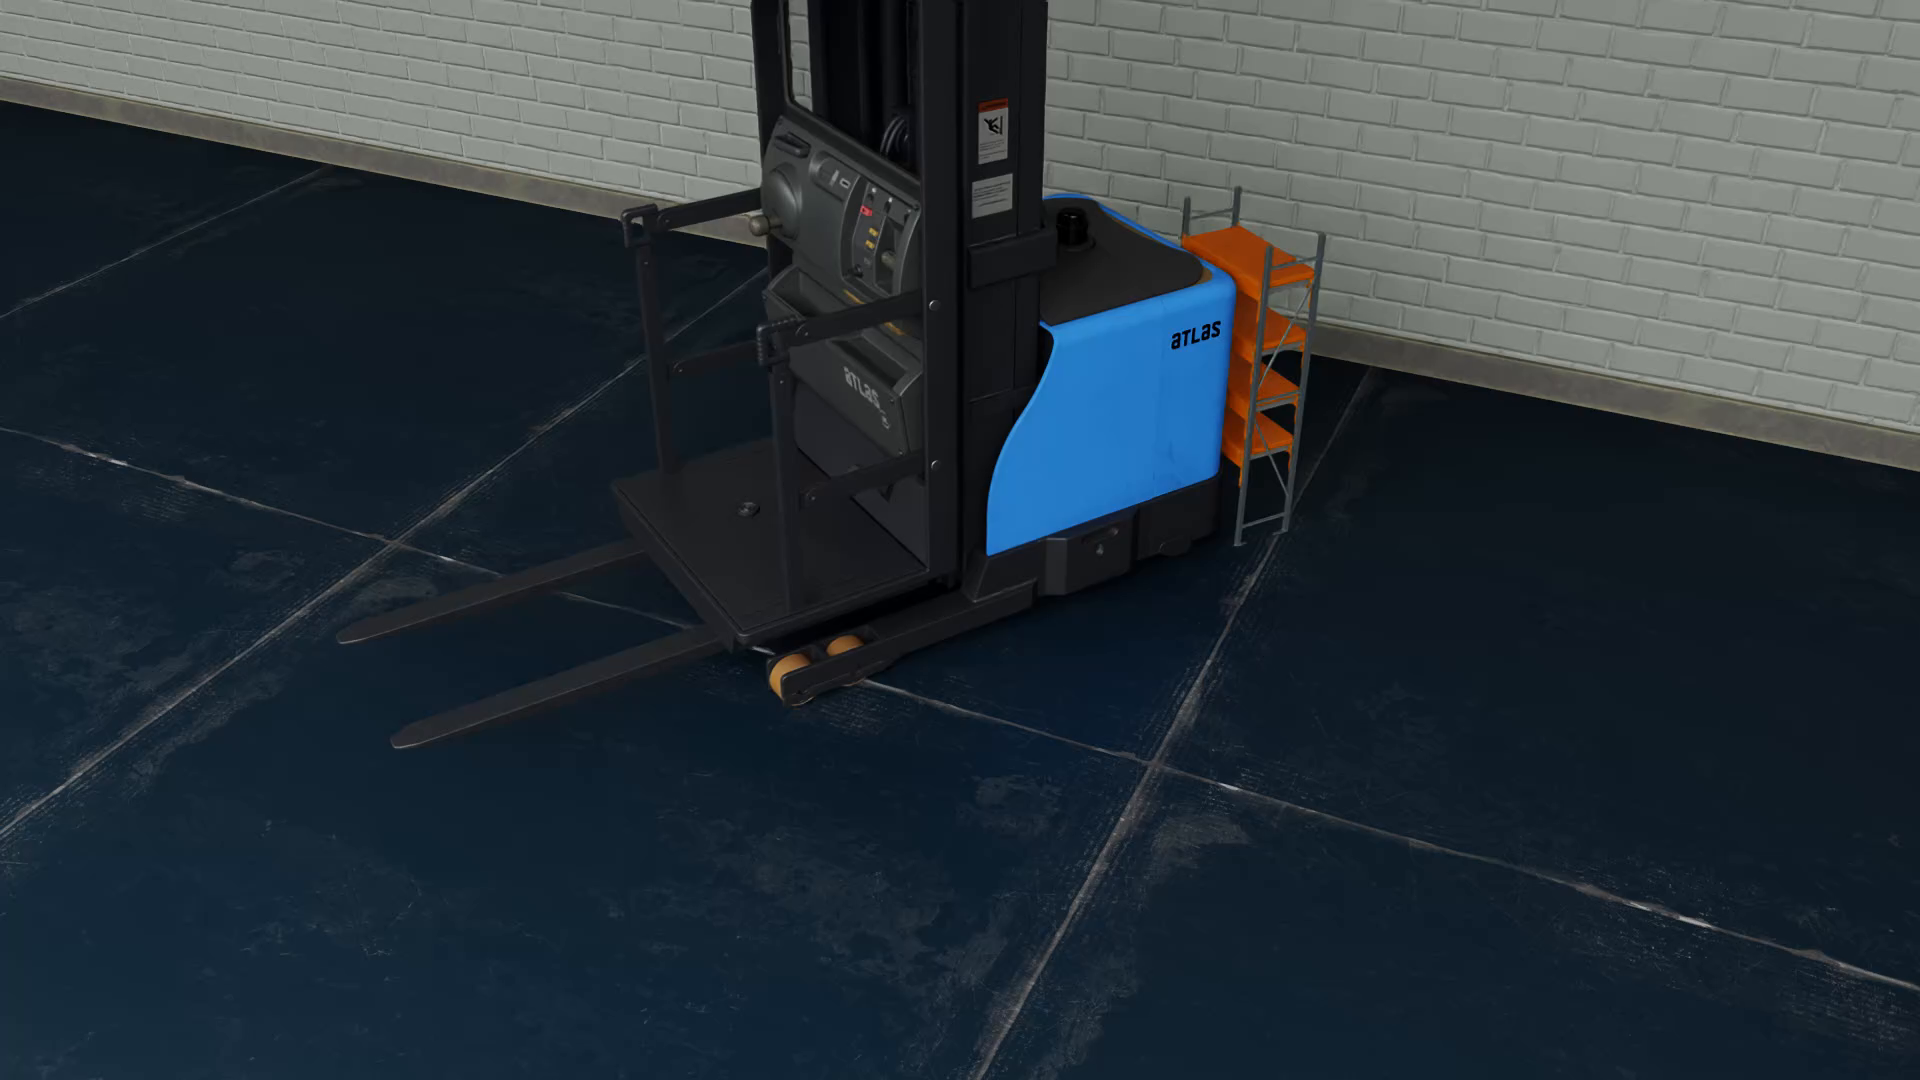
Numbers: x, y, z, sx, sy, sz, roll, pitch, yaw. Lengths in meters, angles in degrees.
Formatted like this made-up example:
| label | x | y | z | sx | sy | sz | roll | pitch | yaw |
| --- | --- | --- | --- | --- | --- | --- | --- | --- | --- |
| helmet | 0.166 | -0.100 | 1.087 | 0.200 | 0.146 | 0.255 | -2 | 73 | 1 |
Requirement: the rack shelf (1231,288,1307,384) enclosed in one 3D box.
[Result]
| label | x | y | z | sx | sy | sz | roll | pitch | yaw |
| --- | --- | --- | --- | --- | --- | --- | --- | --- | --- |
| rack shelf | 1.020 | -0.756 | 6.023 | 0.258 | 0.148 | 0.480 | -16 | 36 | -23 |

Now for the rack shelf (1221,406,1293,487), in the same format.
| label | x | y | z | sx | sy | sz | roll | pitch | yaw |
| --- | --- | --- | --- | --- | --- | --- | --- | --- | --- |
| rack shelf | 1.020 | -0.403 | 6.254 | 0.258 | 0.148 | 0.480 | -16 | 36 | -23 |

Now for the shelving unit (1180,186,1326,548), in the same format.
| label | x | y | z | sx | sy | sz | roll | pitch | yaw |
| --- | --- | --- | --- | --- | --- | --- | --- | --- | --- |
| shelving unit | 1.020 | -0.625 | 6.109 | 0.258 | 1.200 | 0.503 | -16 | 36 | -23 |

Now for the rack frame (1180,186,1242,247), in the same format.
| label | x | y | z | sx | sy | sz | roll | pitch | yaw |
| --- | --- | --- | --- | --- | --- | --- | --- | --- | --- |
| rack frame | 0.908 | -0.744 | 6.290 | 0.240 | 1.200 | 0.015 | -16 | 36 | -23 |

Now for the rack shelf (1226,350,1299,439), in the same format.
| label | x | y | z | sx | sy | sz | roll | pitch | yaw |
| --- | --- | --- | --- | --- | --- | --- | --- | --- | --- |
| rack shelf | 1.020 | -0.569 | 6.145 | 0.258 | 0.148 | 0.480 | -16 | 36 | -23 |

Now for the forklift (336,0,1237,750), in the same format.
| label | x | y | z | sx | sy | sz | roll | pitch | yaw |
| --- | --- | --- | --- | --- | --- | --- | --- | --- | --- |
| forklift | -0.559 | -1.017 | 5.128 | 3.031 | 2.935 | 1.130 | -19 | 38 | -26 |

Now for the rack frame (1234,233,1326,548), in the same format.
| label | x | y | z | sx | sy | sz | roll | pitch | yaw |
| --- | --- | --- | --- | --- | --- | --- | --- | --- | --- |
| rack frame | 1.133 | -0.507 | 5.927 | 0.240 | 1.200 | 0.015 | -16 | 36 | -23 |

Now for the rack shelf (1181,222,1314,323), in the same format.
| label | x | y | z | sx | sy | sz | roll | pitch | yaw |
| --- | --- | --- | --- | --- | --- | --- | --- | --- | --- |
| rack shelf | 1.020 | -0.954 | 5.894 | 0.258 | 0.148 | 0.480 | -16 | 36 | -23 |
